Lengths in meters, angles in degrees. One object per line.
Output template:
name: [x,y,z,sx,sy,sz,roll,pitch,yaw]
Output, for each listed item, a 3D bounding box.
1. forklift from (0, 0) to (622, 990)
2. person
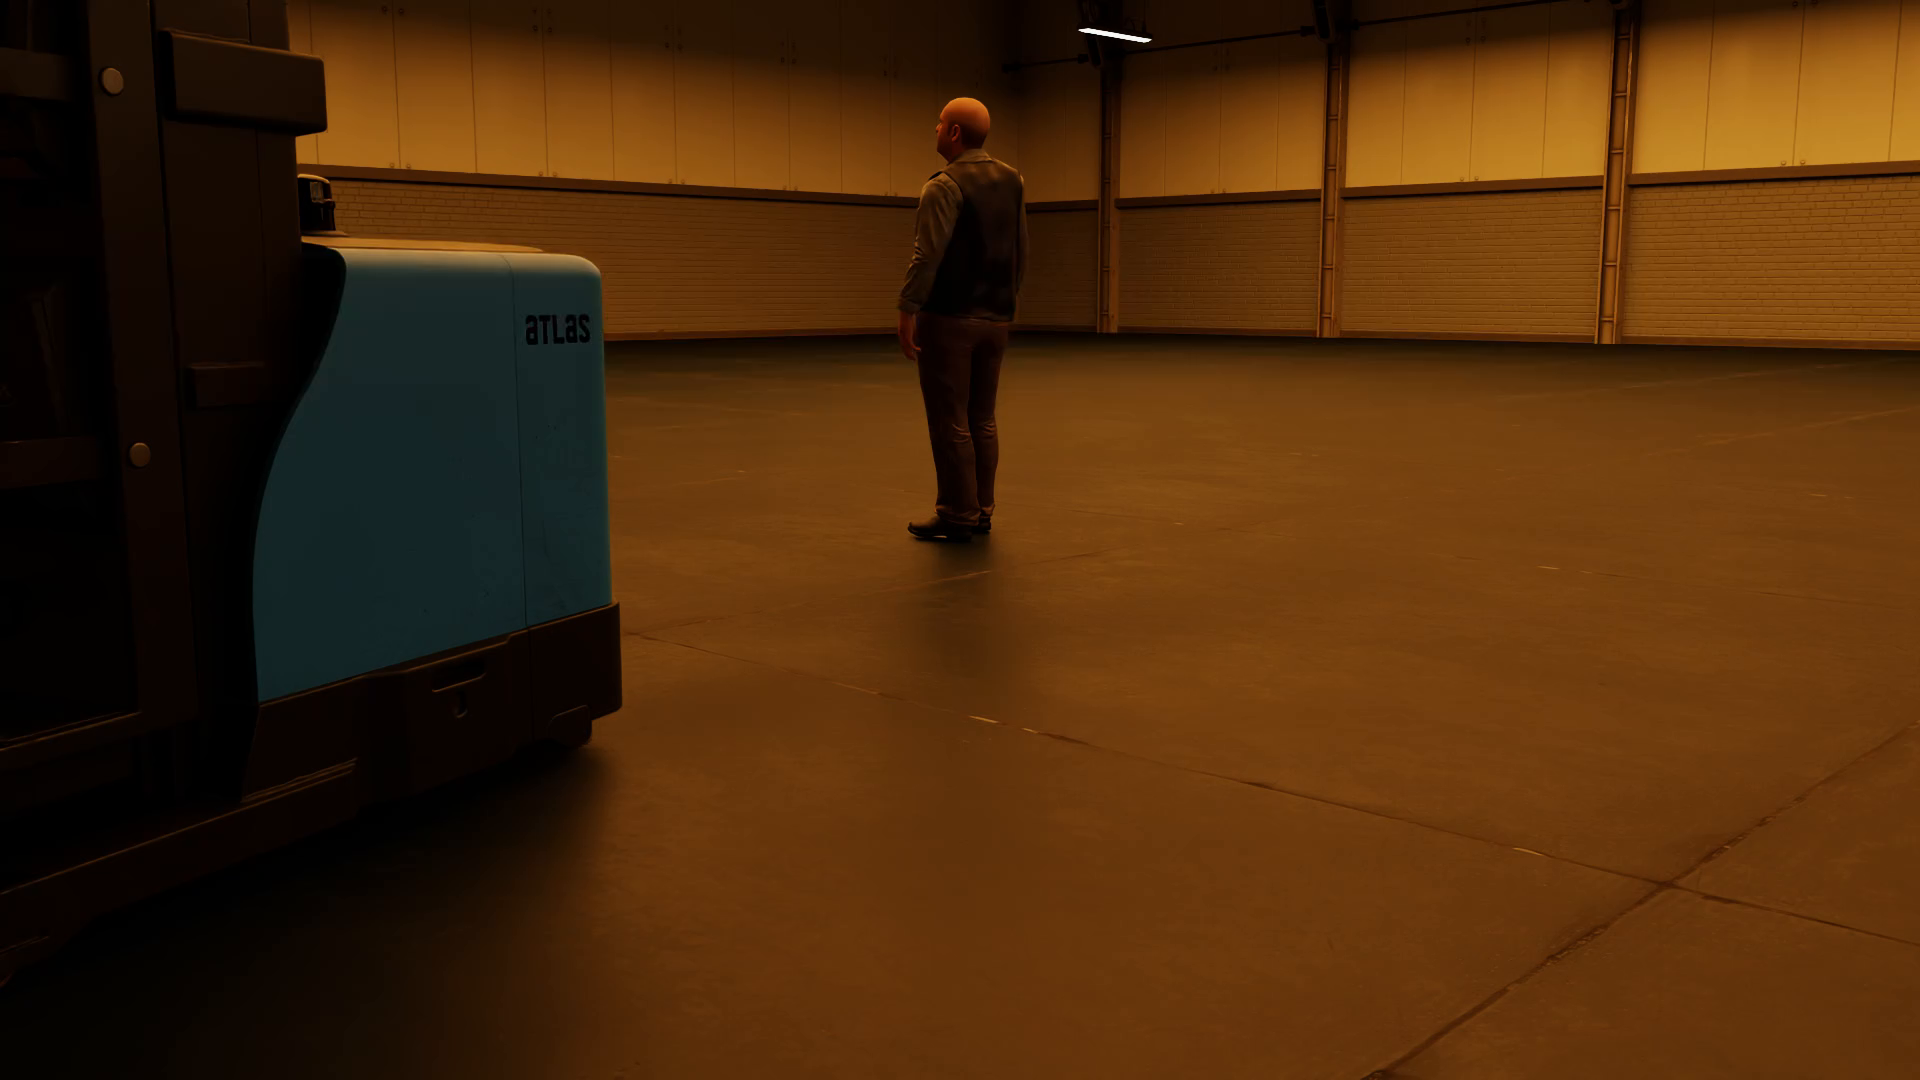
forklift: [-1.835,-0.837,2.431,1.130,2.935,3.031,4,9,24]
person: [-0.040,-0.866,6.636,0.566,1.722,0.634,8,12,43]
